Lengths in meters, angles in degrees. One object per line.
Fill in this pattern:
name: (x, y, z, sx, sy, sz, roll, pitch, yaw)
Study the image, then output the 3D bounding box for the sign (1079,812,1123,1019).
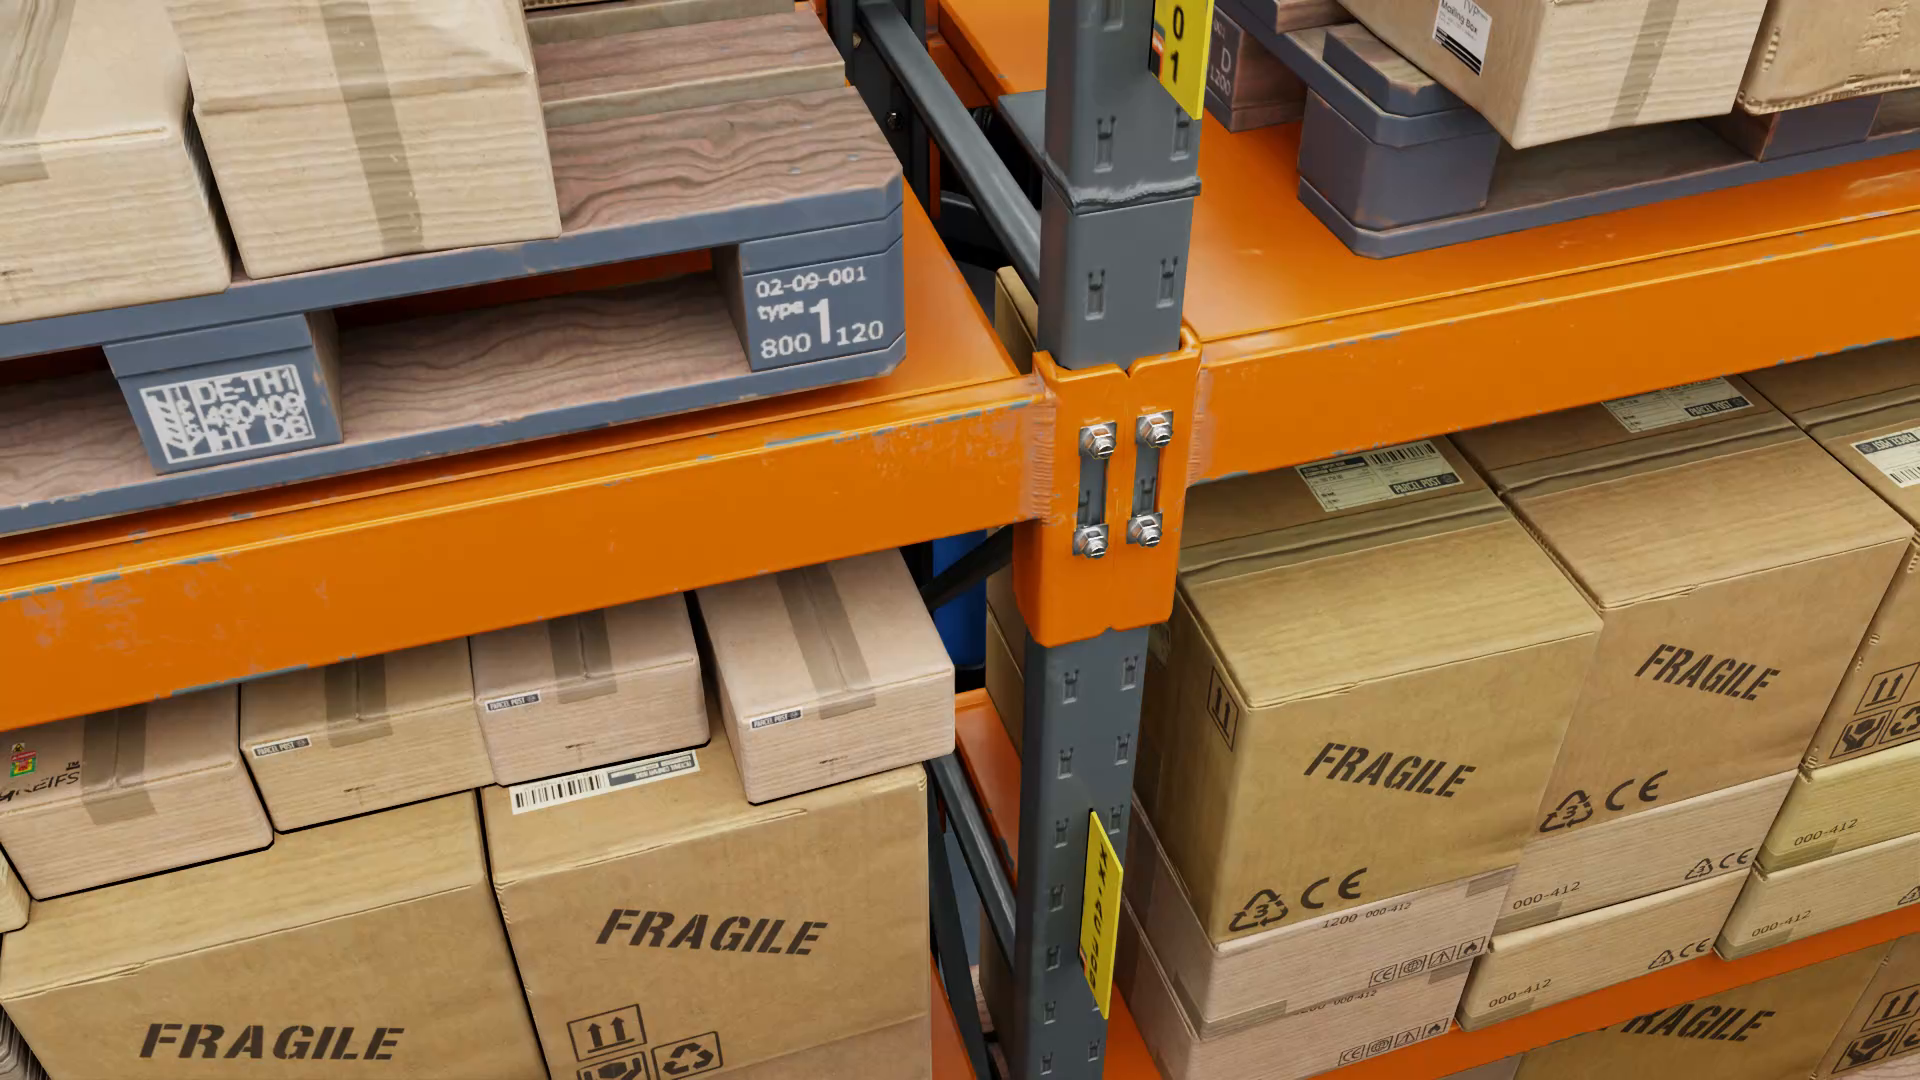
sign: (0.183, 0.497, 2.183, 0.005, 0.325, 0.100, -12, 42, -13)

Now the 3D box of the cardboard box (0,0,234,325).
cardboard box: (-0.750, -0.347, 1.383, 0.250, 0.149, 0.380, -11, 42, -12)

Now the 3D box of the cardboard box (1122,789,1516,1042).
cardboard box: (0.520, 0.463, 2.674, 0.500, 0.250, 0.500, -13, 43, -14)

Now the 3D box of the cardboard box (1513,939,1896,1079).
cardboard box: (1.442, 0.791, 3.861, 0.875, 0.875, 0.875, -11, 42, -12)

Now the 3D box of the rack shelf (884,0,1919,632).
rack shelf: (1.923, -0.749, 2.594, 4.000, 0.370, 1.077, -12, 42, -13)

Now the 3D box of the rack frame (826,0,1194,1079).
rack frame: (0.015, 0.505, 2.892, 0.127, 3.000, 1.000, -12, 42, -13)

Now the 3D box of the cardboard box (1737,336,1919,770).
cardboard box: (1.477, -0.031, 2.670, 0.500, 0.500, 0.500, -13, 43, -14)

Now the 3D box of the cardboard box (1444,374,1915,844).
cardboard box: (0.998, 0.066, 2.558, 0.500, 0.500, 0.500, -12, 43, -13)

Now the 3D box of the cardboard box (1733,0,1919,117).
cardboard box: (0.943, -0.813, 1.725, 0.500, 0.500, 0.500, -12, 43, -14)

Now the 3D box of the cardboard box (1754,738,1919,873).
cardboard box: (1.498, 0.259, 2.907, 0.500, 0.250, 0.500, -11, 42, -13)

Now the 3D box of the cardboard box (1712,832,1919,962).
cardboard box: (1.501, 0.446, 3.074, 0.500, 0.250, 0.500, -12, 43, -13)

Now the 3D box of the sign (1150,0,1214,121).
sign: (0.183, -0.501, 1.311, 0.005, 0.325, 0.100, -12, 42, -13)

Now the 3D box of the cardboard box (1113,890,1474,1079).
cardboard box: (0.514, 0.640, 2.851, 0.500, 0.250, 0.500, -13, 43, -14)

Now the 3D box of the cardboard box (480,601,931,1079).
cardboard box: (-0.352, 0.357, 2.225, 0.500, 0.500, 0.500, -12, 43, -13)

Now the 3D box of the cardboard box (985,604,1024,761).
cardboard box: (0.367, 0.315, 3.224, 0.500, 0.250, 0.500, -13, 43, -14)

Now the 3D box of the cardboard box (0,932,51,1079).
cardboard box: (-1.321, 0.559, 1.994, 0.500, 0.500, 0.500, -11, 42, -12)

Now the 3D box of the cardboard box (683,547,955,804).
cardboard box: (-0.183, 0.107, 2.019, 0.250, 0.149, 0.380, -13, 43, -14)

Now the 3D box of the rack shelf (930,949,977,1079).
rack shelf: (-1.892, 1.171, 2.676, 4.000, 0.370, 1.077, -12, 42, -13)

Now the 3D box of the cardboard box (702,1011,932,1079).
cardboard box: (-0.350, 0.719, 2.571, 0.500, 0.500, 0.500, -11, 42, -13)

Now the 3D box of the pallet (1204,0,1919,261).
pallet: (0.875, -0.765, 2.211, 1.217, 0.209, 0.805, -13, 43, -15)

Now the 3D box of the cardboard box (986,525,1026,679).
cardboard box: (0.363, 0.133, 3.051, 0.500, 0.250, 0.500, -12, 42, -13)

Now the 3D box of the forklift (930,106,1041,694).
forklift: (0.300, -1.512, 5.253, 1.130, 2.935, 3.031, 19, 44, 20)

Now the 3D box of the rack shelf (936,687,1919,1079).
rack shelf: (1.923, 0.381, 3.581, 4.000, 0.370, 1.077, -12, 42, -13)

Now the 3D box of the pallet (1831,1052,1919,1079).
pallet: (1.894, 1.112, 4.317, 1.213, 0.211, 1.003, -12, 42, -13)

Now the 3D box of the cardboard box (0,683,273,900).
cardboard box: (-0.944, 0.196, 1.917, 0.250, 0.149, 0.380, -12, 43, -13)

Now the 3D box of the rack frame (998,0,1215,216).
rack frame: (0.015, -1.754, 0.918, 0.127, 3.000, 1.000, -12, 42, -13)

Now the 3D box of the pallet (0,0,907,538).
pallet: (-0.768, -0.436, 1.757, 1.213, 0.211, 1.003, -12, 42, -13)

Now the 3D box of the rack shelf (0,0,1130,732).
rack shelf: (-1.892, 0.042, 1.690, 4.000, 0.370, 1.077, -12, 42, -13)

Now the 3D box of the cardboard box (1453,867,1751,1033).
cardboard box: (1.007, 0.537, 2.970, 0.500, 0.250, 0.500, -13, 43, -14)

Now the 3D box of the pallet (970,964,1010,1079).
pallet: (0.728, 1.355, 4.038, 1.213, 0.211, 1.003, -12, 42, -13)

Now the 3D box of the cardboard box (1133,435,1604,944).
cardboard box: (0.521, 0.184, 2.423, 0.500, 0.500, 0.500, -11, 42, -13)

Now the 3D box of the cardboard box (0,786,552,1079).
cardboard box: (-0.838, 0.452, 2.116, 0.500, 0.500, 0.500, -12, 43, -14)

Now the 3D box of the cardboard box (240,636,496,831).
cardboard box: (-0.708, 0.134, 1.988, 0.250, 0.149, 0.380, -12, 42, -13)

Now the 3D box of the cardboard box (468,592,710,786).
cardboard box: (-0.467, 0.091, 2.037, 0.250, 0.149, 0.380, -11, 42, -12)

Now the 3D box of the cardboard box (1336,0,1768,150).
cardboard box: (0.598, -0.611, 1.673, 0.258, 0.266, 0.396, -12, 43, -13)

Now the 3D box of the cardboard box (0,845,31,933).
cardboard box: (-1.172, 0.268, 1.835, 0.250, 0.149, 0.380, -12, 43, -13)
